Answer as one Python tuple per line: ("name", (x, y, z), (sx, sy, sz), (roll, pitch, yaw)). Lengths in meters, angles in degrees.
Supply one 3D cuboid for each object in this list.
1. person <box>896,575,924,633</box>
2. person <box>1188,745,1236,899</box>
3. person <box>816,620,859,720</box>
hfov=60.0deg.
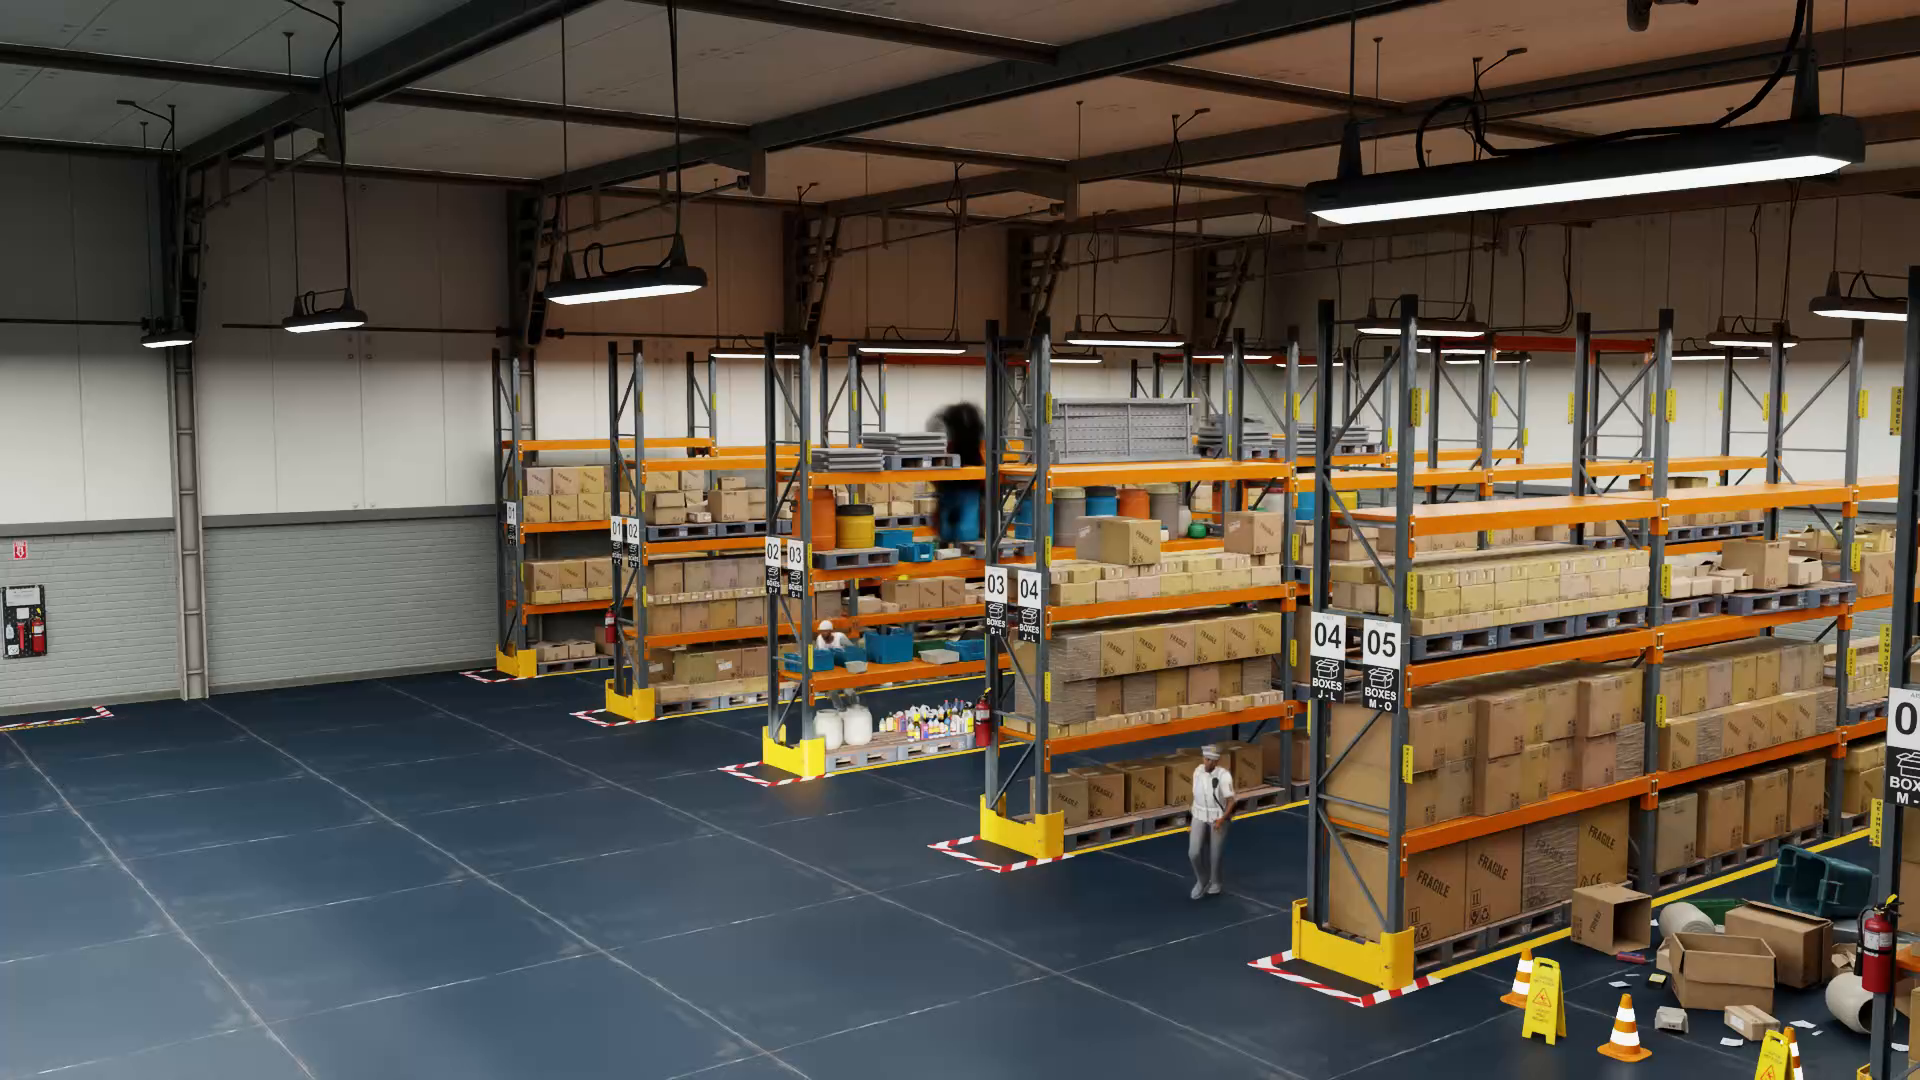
("person", (-1.013, 1.494, 32.490), (0.716, 1.653, 0.761), (4, 7, 40))
("person", (2.555, 2.857, 16.904), (0.532, 1.619, 0.811), (2, 5, 22))
("person", (-1.934, 2.039, 26.332), (0.654, 1.618, 0.906), (2, 5, 18))
